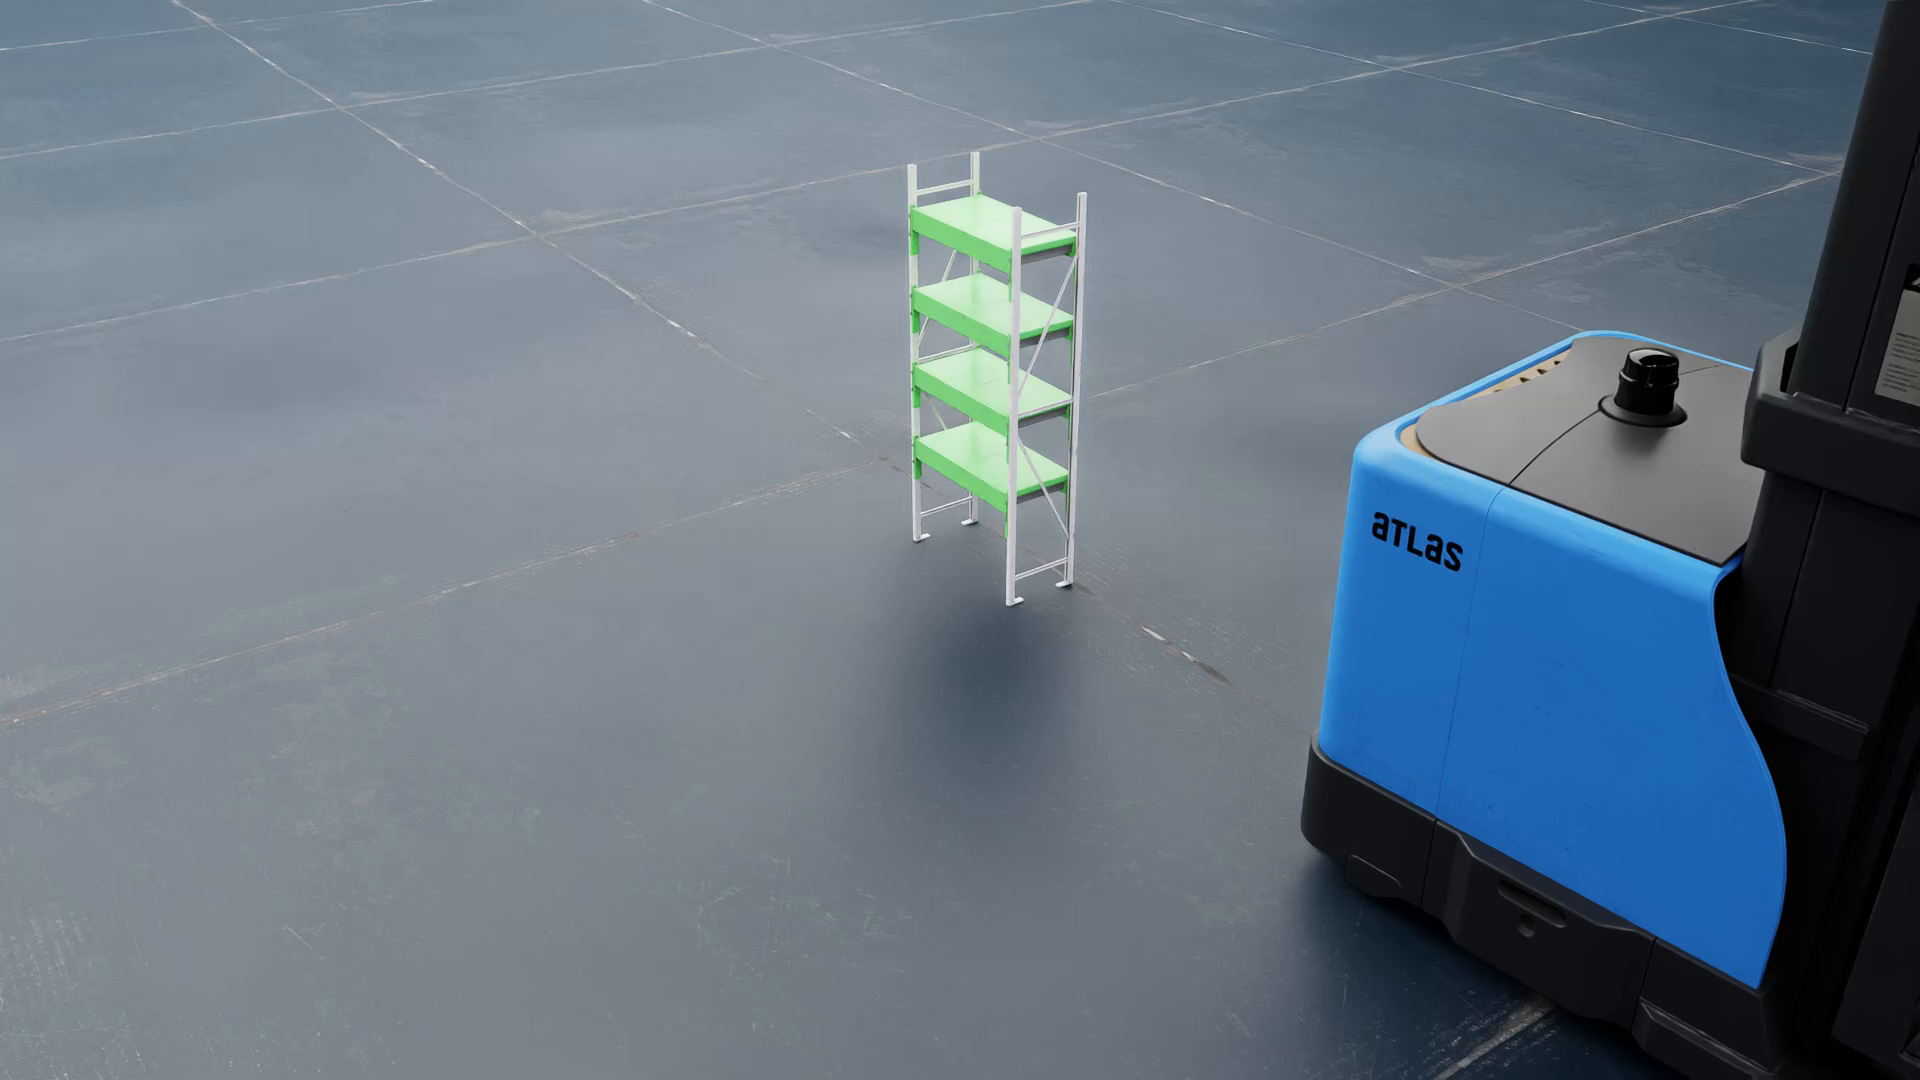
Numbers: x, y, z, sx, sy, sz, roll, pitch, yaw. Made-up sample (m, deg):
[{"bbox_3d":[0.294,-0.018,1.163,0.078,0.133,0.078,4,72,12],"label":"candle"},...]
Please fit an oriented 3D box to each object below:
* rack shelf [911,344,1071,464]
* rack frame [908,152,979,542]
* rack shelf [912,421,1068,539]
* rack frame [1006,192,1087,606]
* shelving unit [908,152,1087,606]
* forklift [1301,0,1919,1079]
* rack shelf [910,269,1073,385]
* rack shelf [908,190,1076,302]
[{"bbox_3d":[0.096,-0.407,4.876,0.258,0.148,0.480,-19,34,-31],"label":"rack shelf"},{"bbox_3d":[-0.046,-0.558,5.020,0.240,1.200,0.015,-19,34,-31],"label":"rack frame"},{"bbox_3d":[0.096,-0.196,4.990,0.258,0.148,0.480,-19,34,-31],"label":"rack shelf"},{"bbox_3d":[0.238,-0.368,4.670,0.240,1.200,0.015,-19,34,-31],"label":"rack frame"},{"bbox_3d":[0.096,-0.463,4.845,0.258,1.200,0.503,-19,34,-31],"label":"shelving unit"},{"bbox_3d":[2.153,-0.187,2.523,1.130,2.935,3.031,-23,36,-36],"label":"forklift"},{"bbox_3d":[0.096,-0.618,4.761,0.258,0.148,0.480,-19,34,-31],"label":"rack shelf"},{"bbox_3d":[0.096,-0.829,4.647,0.258,0.148,0.480,-19,34,-31],"label":"rack shelf"}]
